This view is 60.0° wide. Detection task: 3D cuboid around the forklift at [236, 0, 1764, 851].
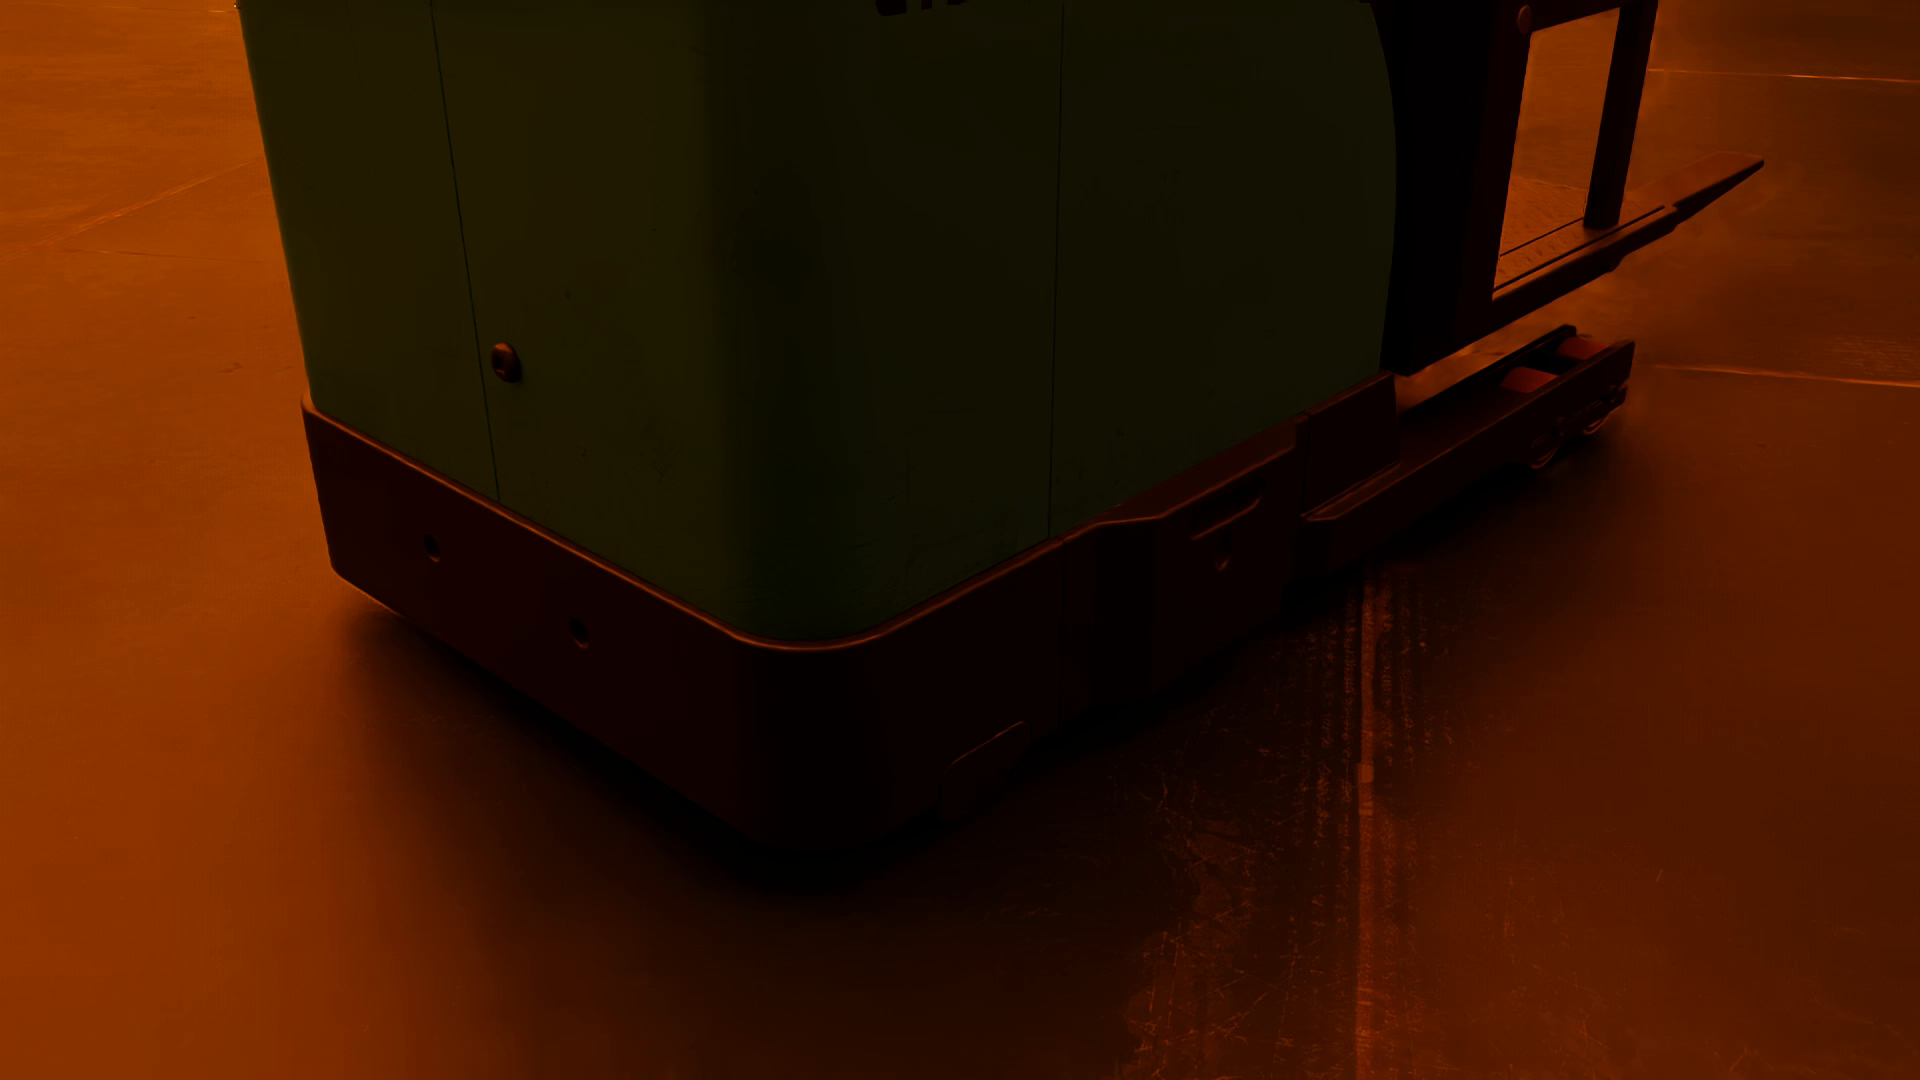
[{"bbox_3d":[0.505,-1.564,2.346,1.130,2.935,3.031,23,35,38],"label":"forklift"}]
